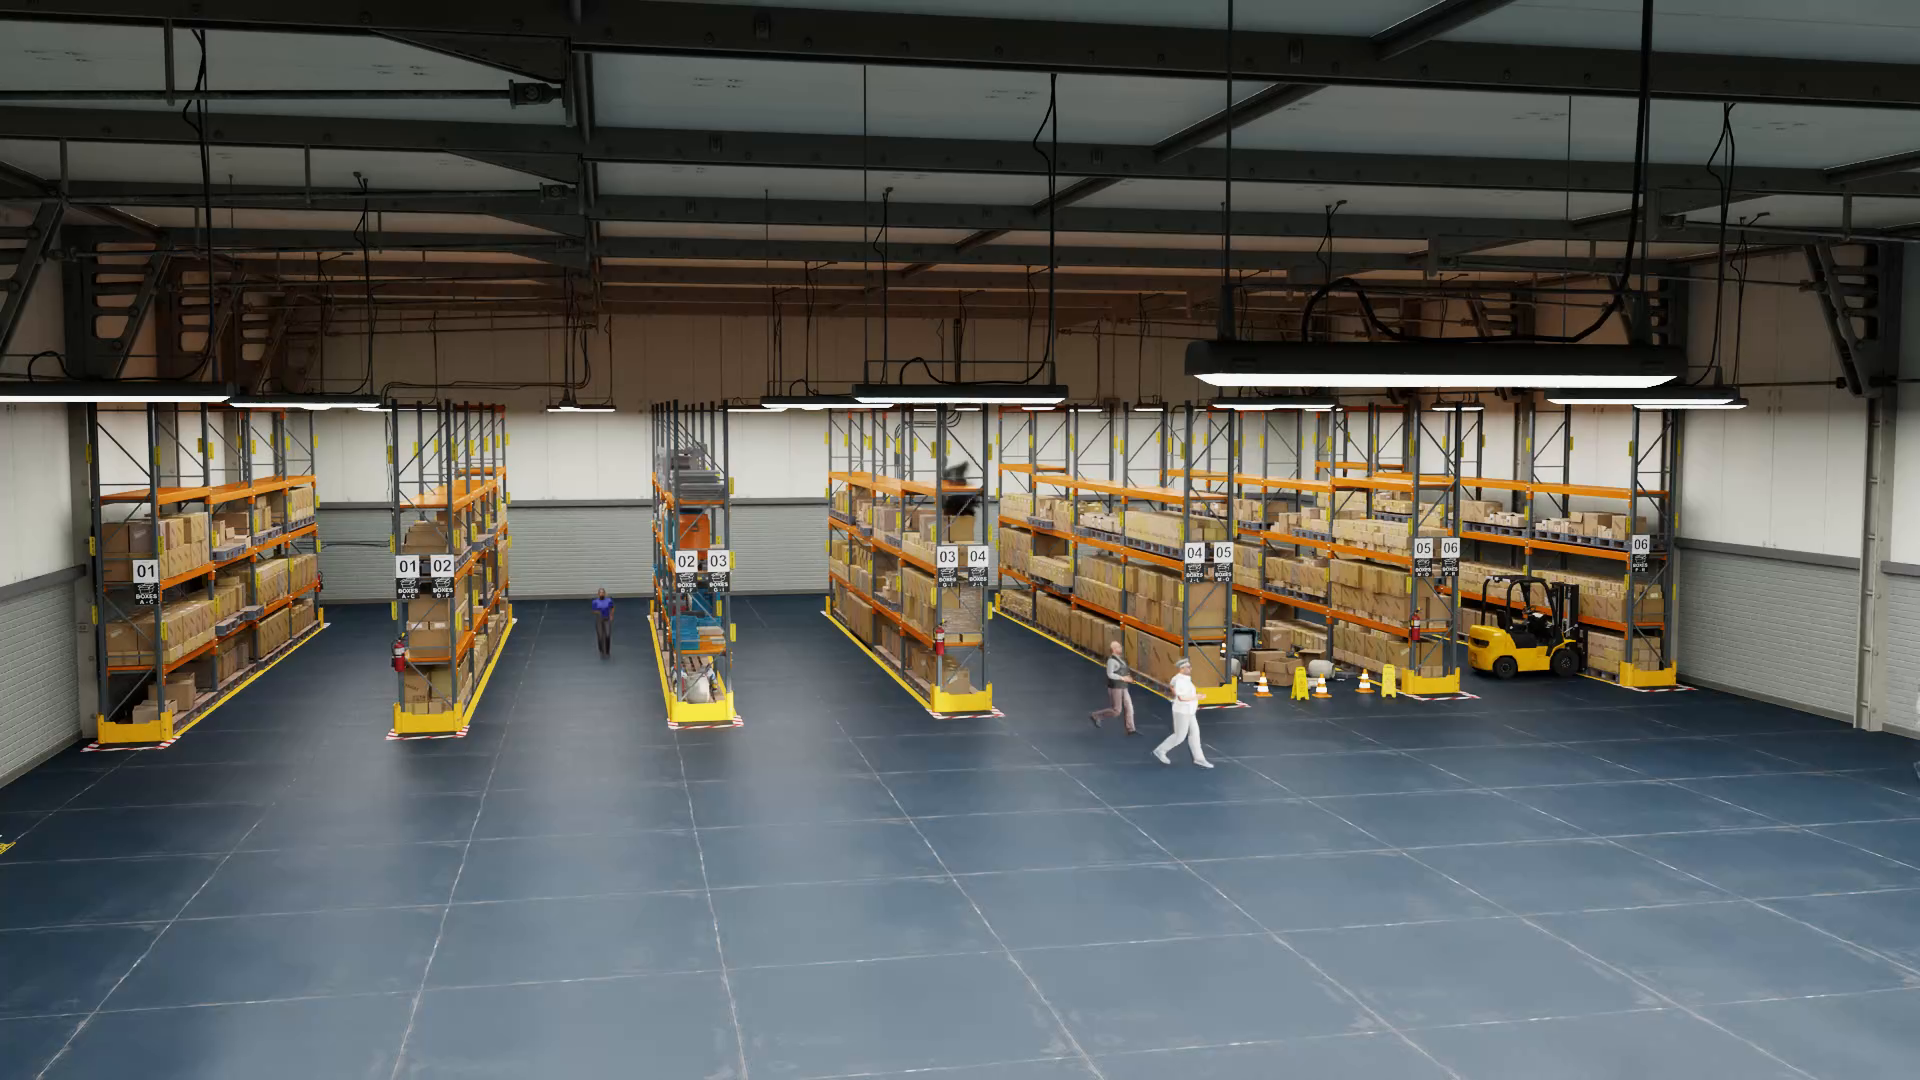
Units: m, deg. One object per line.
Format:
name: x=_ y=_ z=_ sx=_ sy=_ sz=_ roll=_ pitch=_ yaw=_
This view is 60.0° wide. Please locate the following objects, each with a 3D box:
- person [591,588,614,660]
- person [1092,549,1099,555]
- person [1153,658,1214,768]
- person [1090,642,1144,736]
person: x=-8.364 y=1.975 z=38.954 sx=0.554 sy=1.712 sz=0.746 roll=-1 pitch=4 yaw=-14
person: x=4.165 y=1.095 z=50.637 sx=0.546 sy=1.624 sz=0.566 roll=-1 pitch=4 yaw=-14
person: x=3.615 y=2.790 z=26.872 sx=0.967 sy=1.791 sz=0.659 roll=1 pitch=4 yaw=16
person: x=2.829 y=2.647 z=29.558 sx=0.930 sy=1.686 sz=0.676 roll=2 pitch=5 yaw=23
